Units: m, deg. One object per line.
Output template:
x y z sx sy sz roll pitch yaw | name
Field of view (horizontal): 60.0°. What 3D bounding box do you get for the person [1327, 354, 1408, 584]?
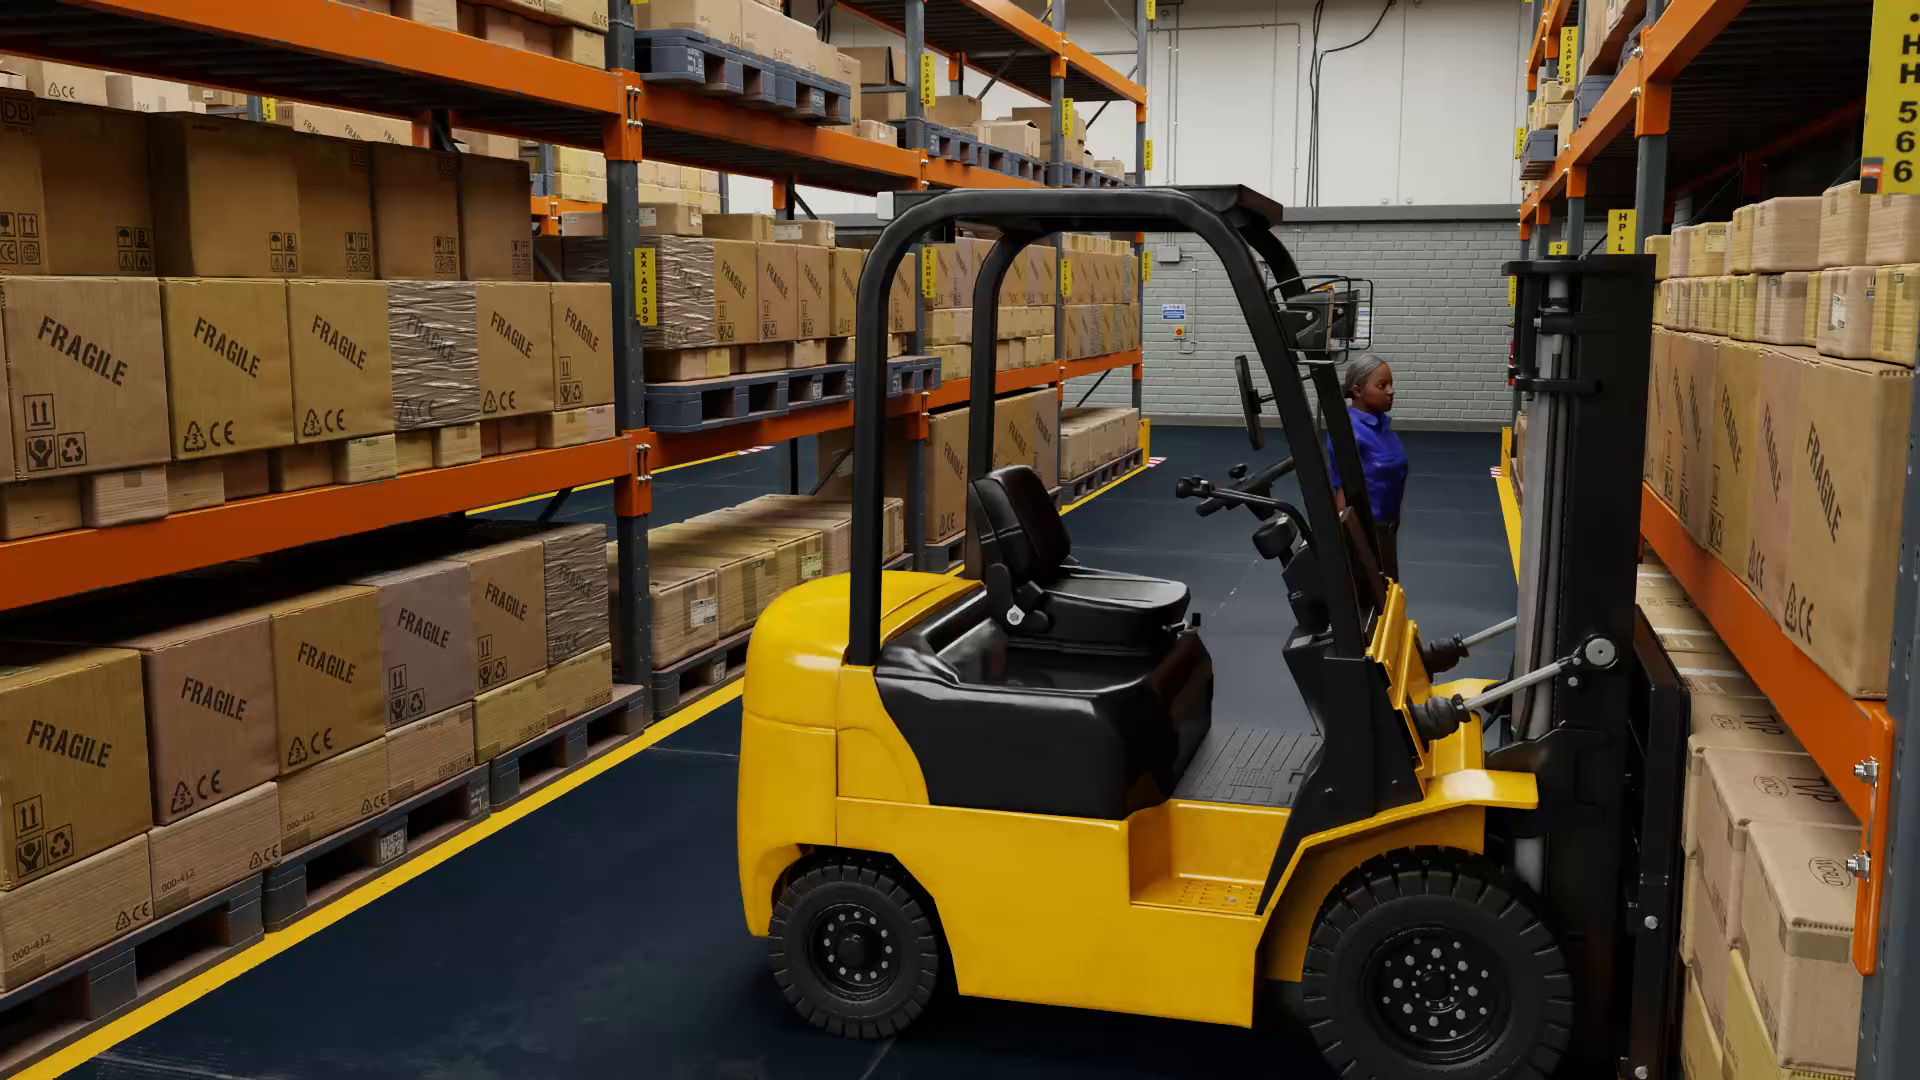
1.681 0.068 6.883 0.319 1.662 0.449 6 10 36 | person
